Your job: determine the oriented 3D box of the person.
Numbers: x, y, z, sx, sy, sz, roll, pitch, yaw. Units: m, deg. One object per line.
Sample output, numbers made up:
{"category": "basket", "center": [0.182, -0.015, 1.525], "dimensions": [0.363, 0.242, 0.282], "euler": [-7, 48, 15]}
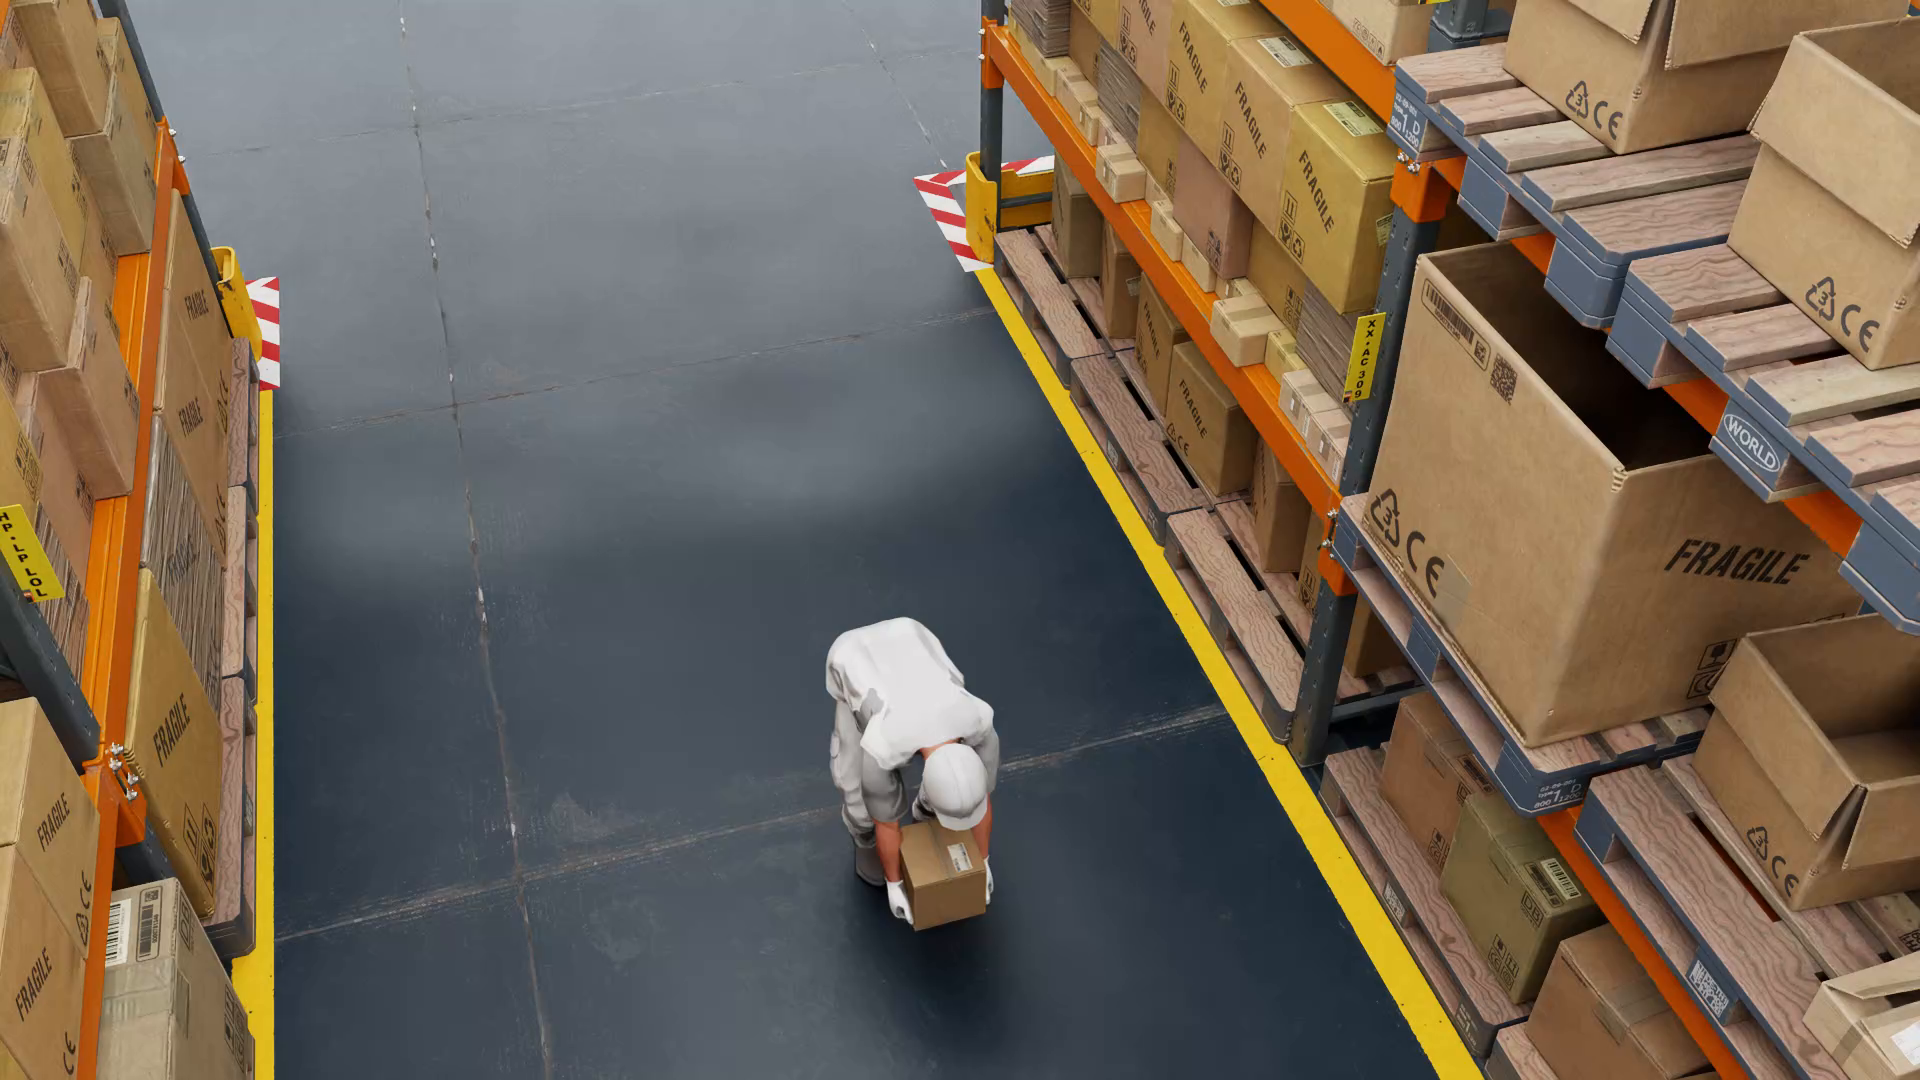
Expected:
{"category": "person", "center": [-0.147, 0.850, 5.698], "dimensions": [0.524, 1.112, 0.954], "euler": [-14, 44, -15]}
